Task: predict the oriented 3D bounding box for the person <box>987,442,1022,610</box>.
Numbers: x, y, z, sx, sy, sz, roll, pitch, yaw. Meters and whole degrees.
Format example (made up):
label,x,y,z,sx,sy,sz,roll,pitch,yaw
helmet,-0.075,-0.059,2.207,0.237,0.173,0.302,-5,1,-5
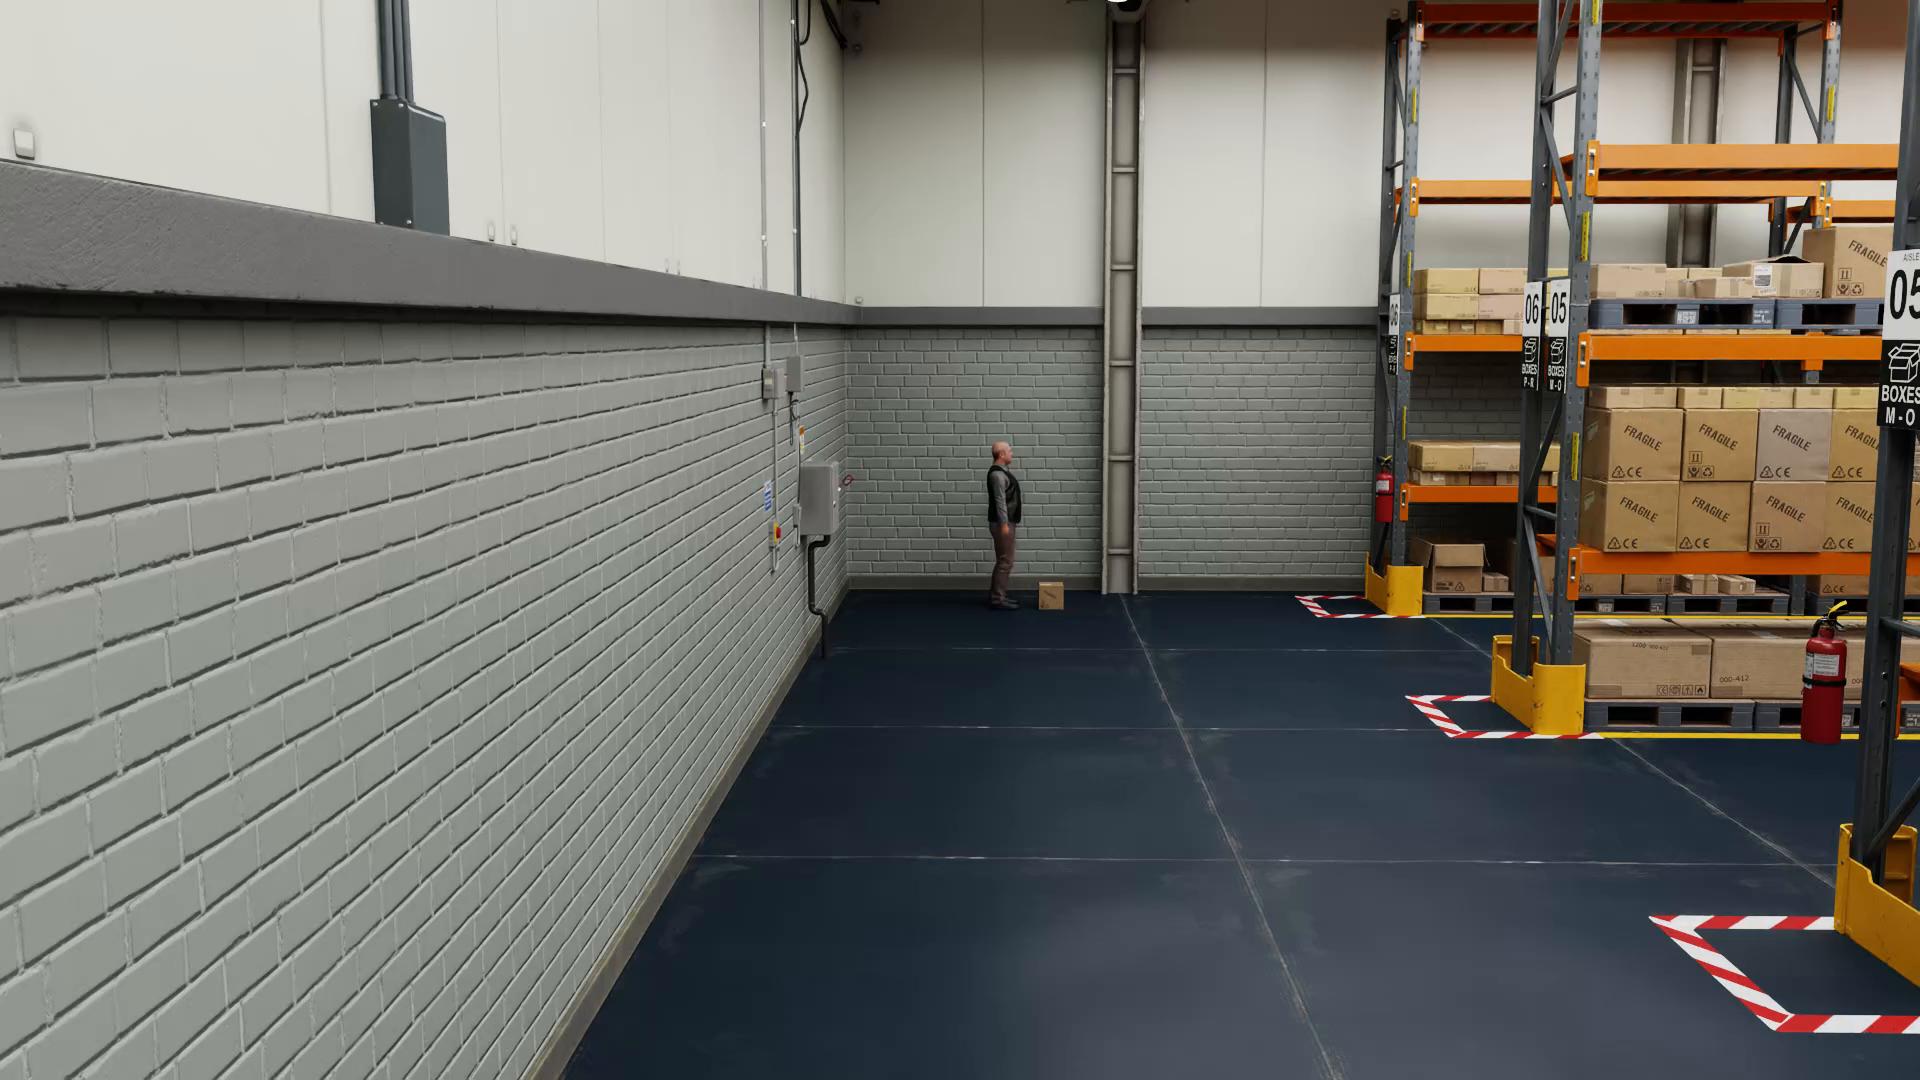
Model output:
label,x,y,z,sx,sy,sz,roll,pitch,yaw
person,0.454,-0.156,17.123,0.359,1.716,0.531,0,7,3
